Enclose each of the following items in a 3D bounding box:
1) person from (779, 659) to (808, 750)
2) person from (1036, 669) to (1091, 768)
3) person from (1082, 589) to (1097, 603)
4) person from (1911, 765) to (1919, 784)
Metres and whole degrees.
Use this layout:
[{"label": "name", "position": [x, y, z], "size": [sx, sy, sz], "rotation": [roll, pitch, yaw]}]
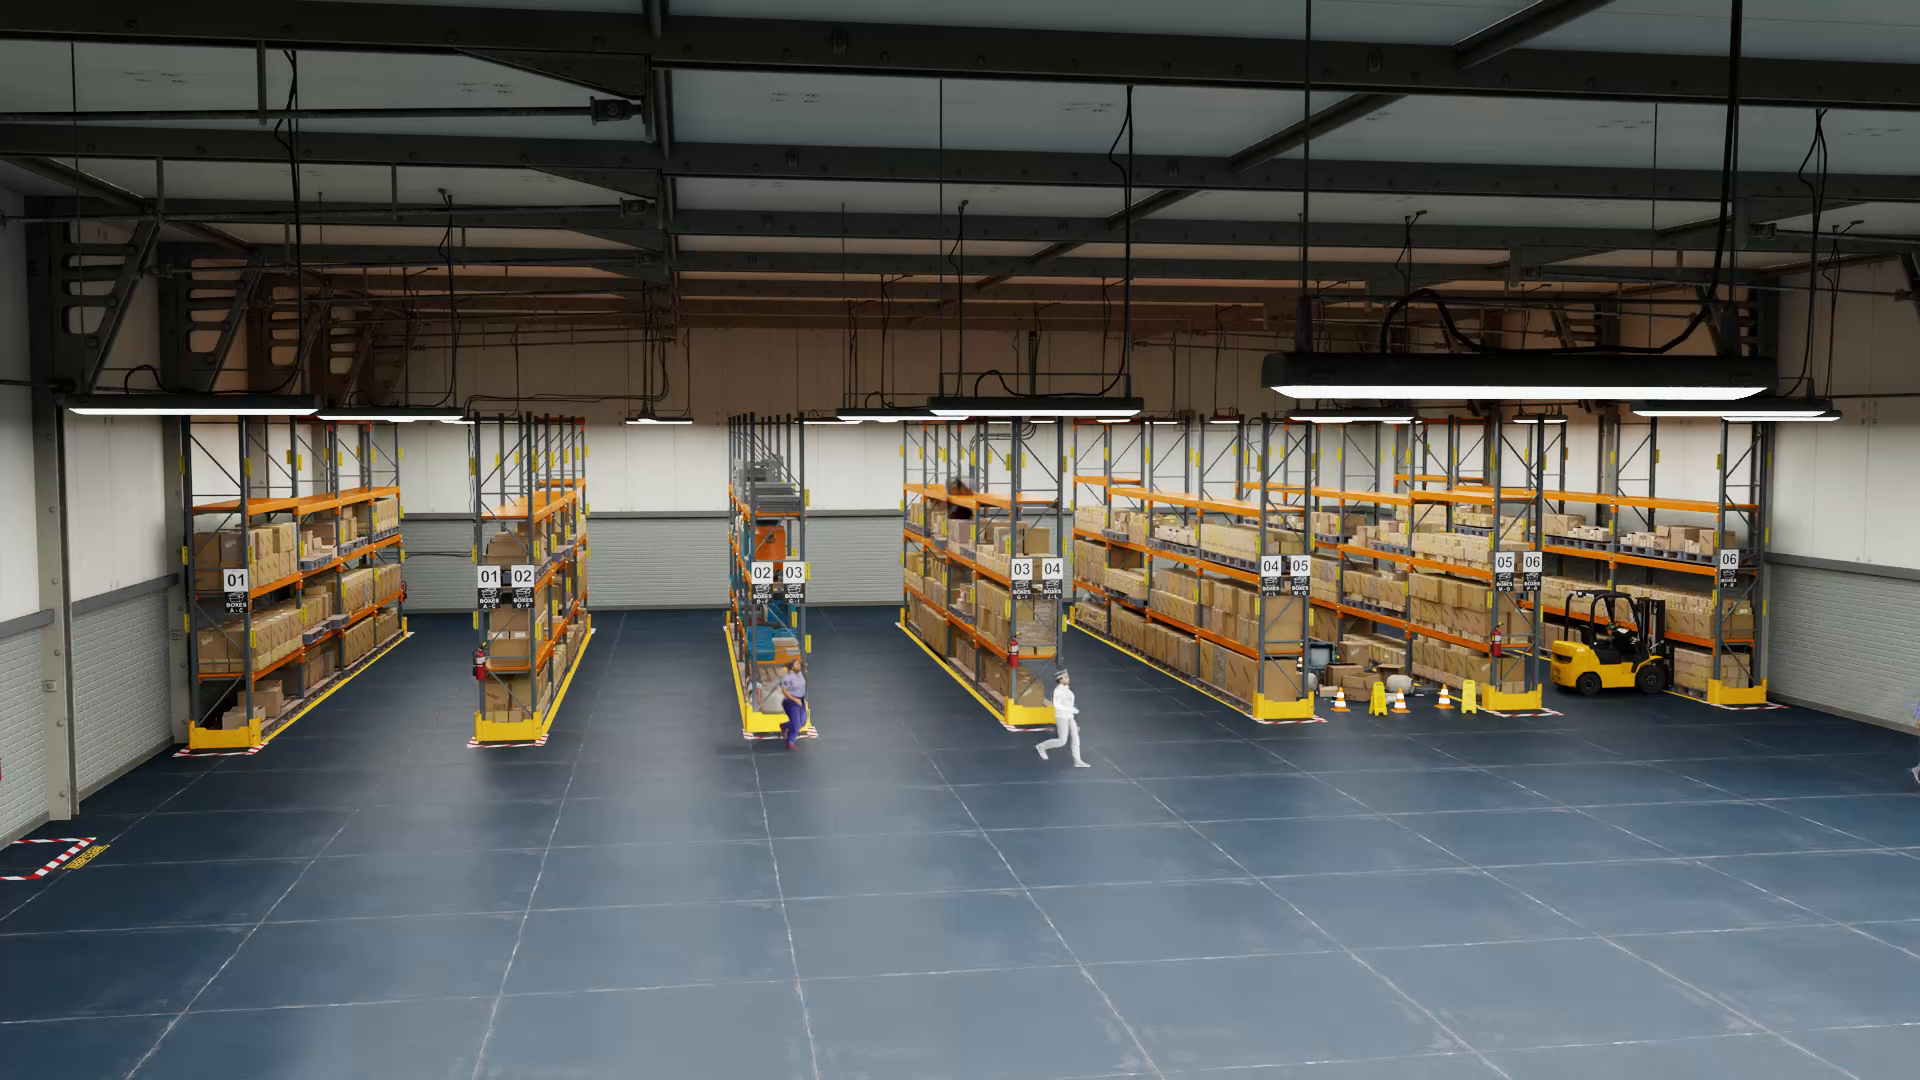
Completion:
[{"label": "person", "position": [-2.985, 2.916, 29.671], "size": [0.623, 1.619, 0.629], "rotation": [2, 5, 31]}, {"label": "person", "position": [1.752, 2.985, 27.925], "size": [0.938, 1.661, 0.630], "rotation": [2, 4, 23]}, {"label": "person", "position": [3.909, 1.471, 50.000], "size": [0.615, 1.731, 0.936], "rotation": [1, 4, 15]}, {"label": "person", "position": [15.187, 3.148, 25.857], "size": [0.594, 1.630, 0.779], "rotation": [-3, 5, -38]}]
